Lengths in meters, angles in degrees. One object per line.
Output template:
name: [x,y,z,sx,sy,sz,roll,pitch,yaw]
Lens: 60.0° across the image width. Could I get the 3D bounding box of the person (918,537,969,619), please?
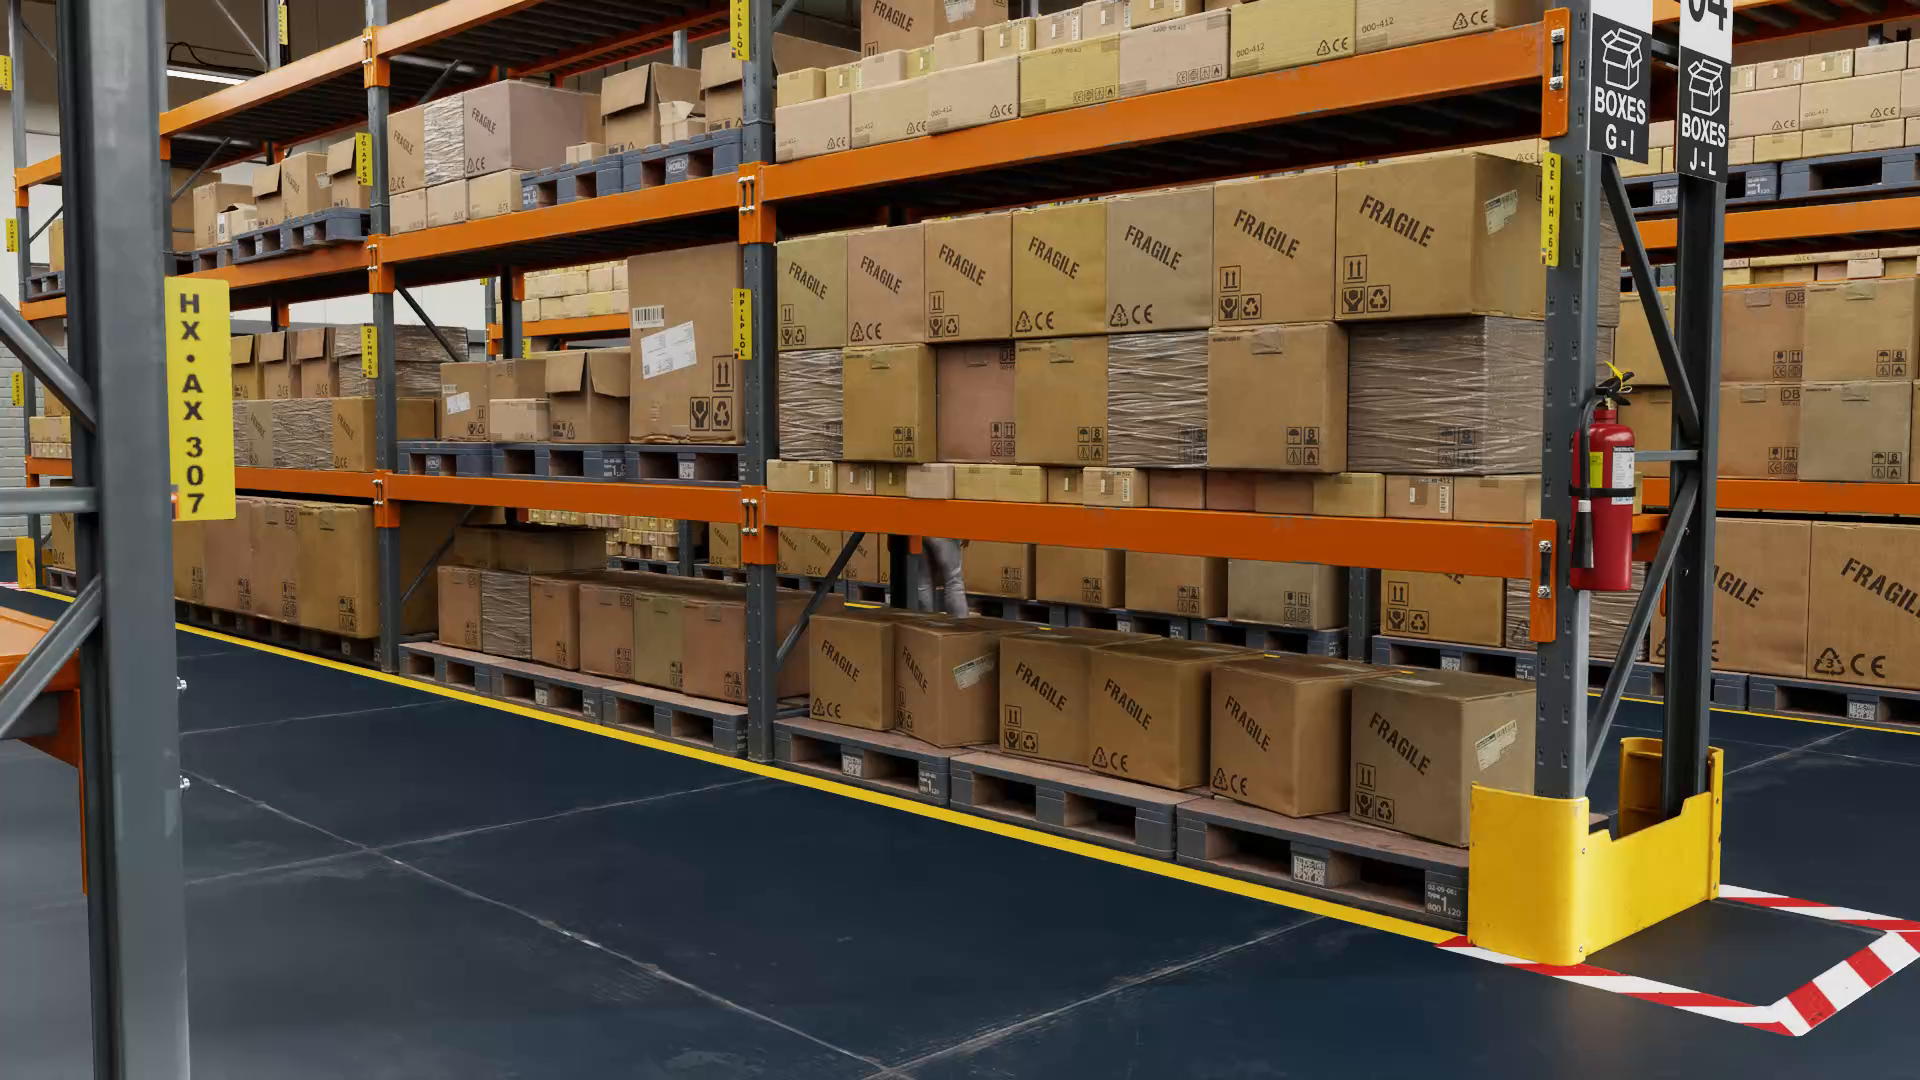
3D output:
person: [-0.148,-0.093,11.883,0.575,1.761,0.665,-4,5,-44]
